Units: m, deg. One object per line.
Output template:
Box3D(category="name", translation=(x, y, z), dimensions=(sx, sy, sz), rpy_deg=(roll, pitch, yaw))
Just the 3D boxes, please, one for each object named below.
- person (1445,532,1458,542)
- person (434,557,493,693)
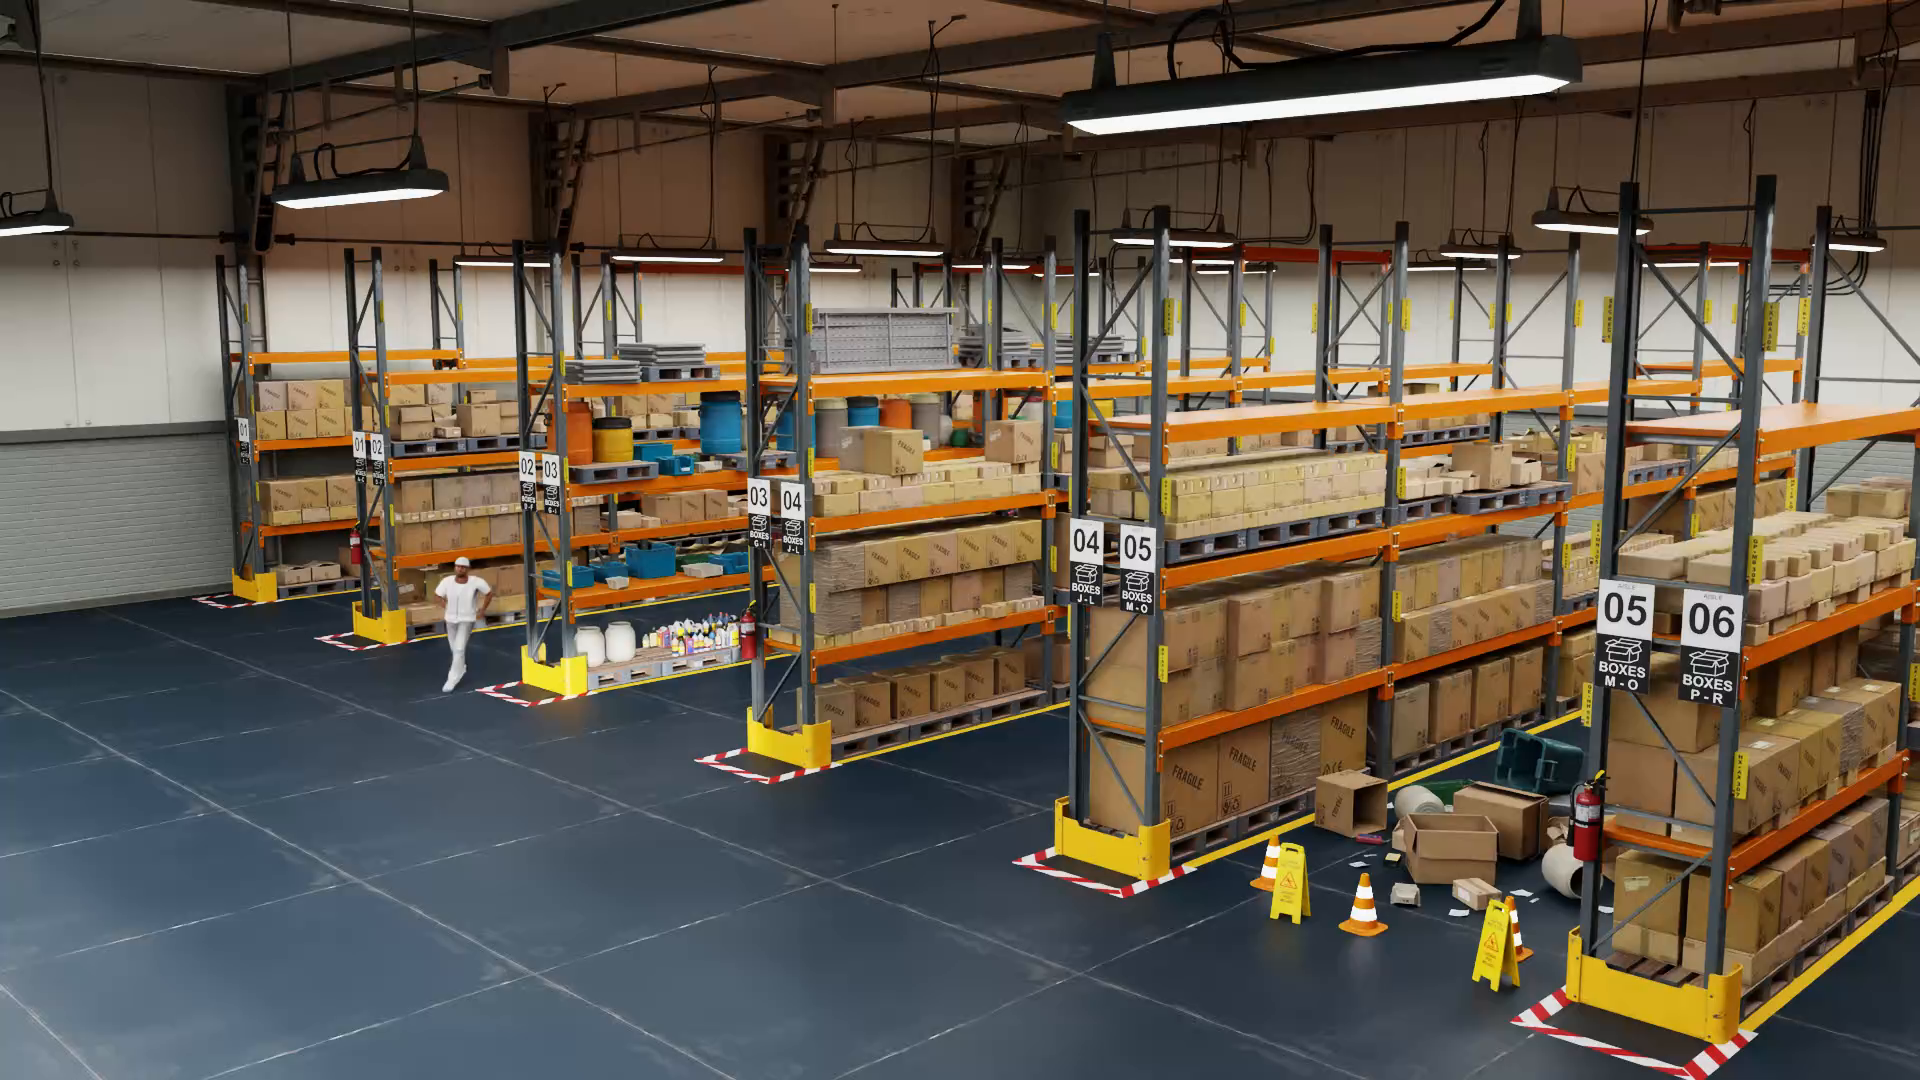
Box3D(category="person", translation=(7.647, 0.666, 25.934), dimensions=(0.649, 1.680, 0.595), rpy_deg=(6, 10, 36))
Box3D(category="person", translation=(-6.746, 1.107, 22.501), dimensions=(0.729, 1.796, 0.782), rpy_deg=(1, 8, 6))
